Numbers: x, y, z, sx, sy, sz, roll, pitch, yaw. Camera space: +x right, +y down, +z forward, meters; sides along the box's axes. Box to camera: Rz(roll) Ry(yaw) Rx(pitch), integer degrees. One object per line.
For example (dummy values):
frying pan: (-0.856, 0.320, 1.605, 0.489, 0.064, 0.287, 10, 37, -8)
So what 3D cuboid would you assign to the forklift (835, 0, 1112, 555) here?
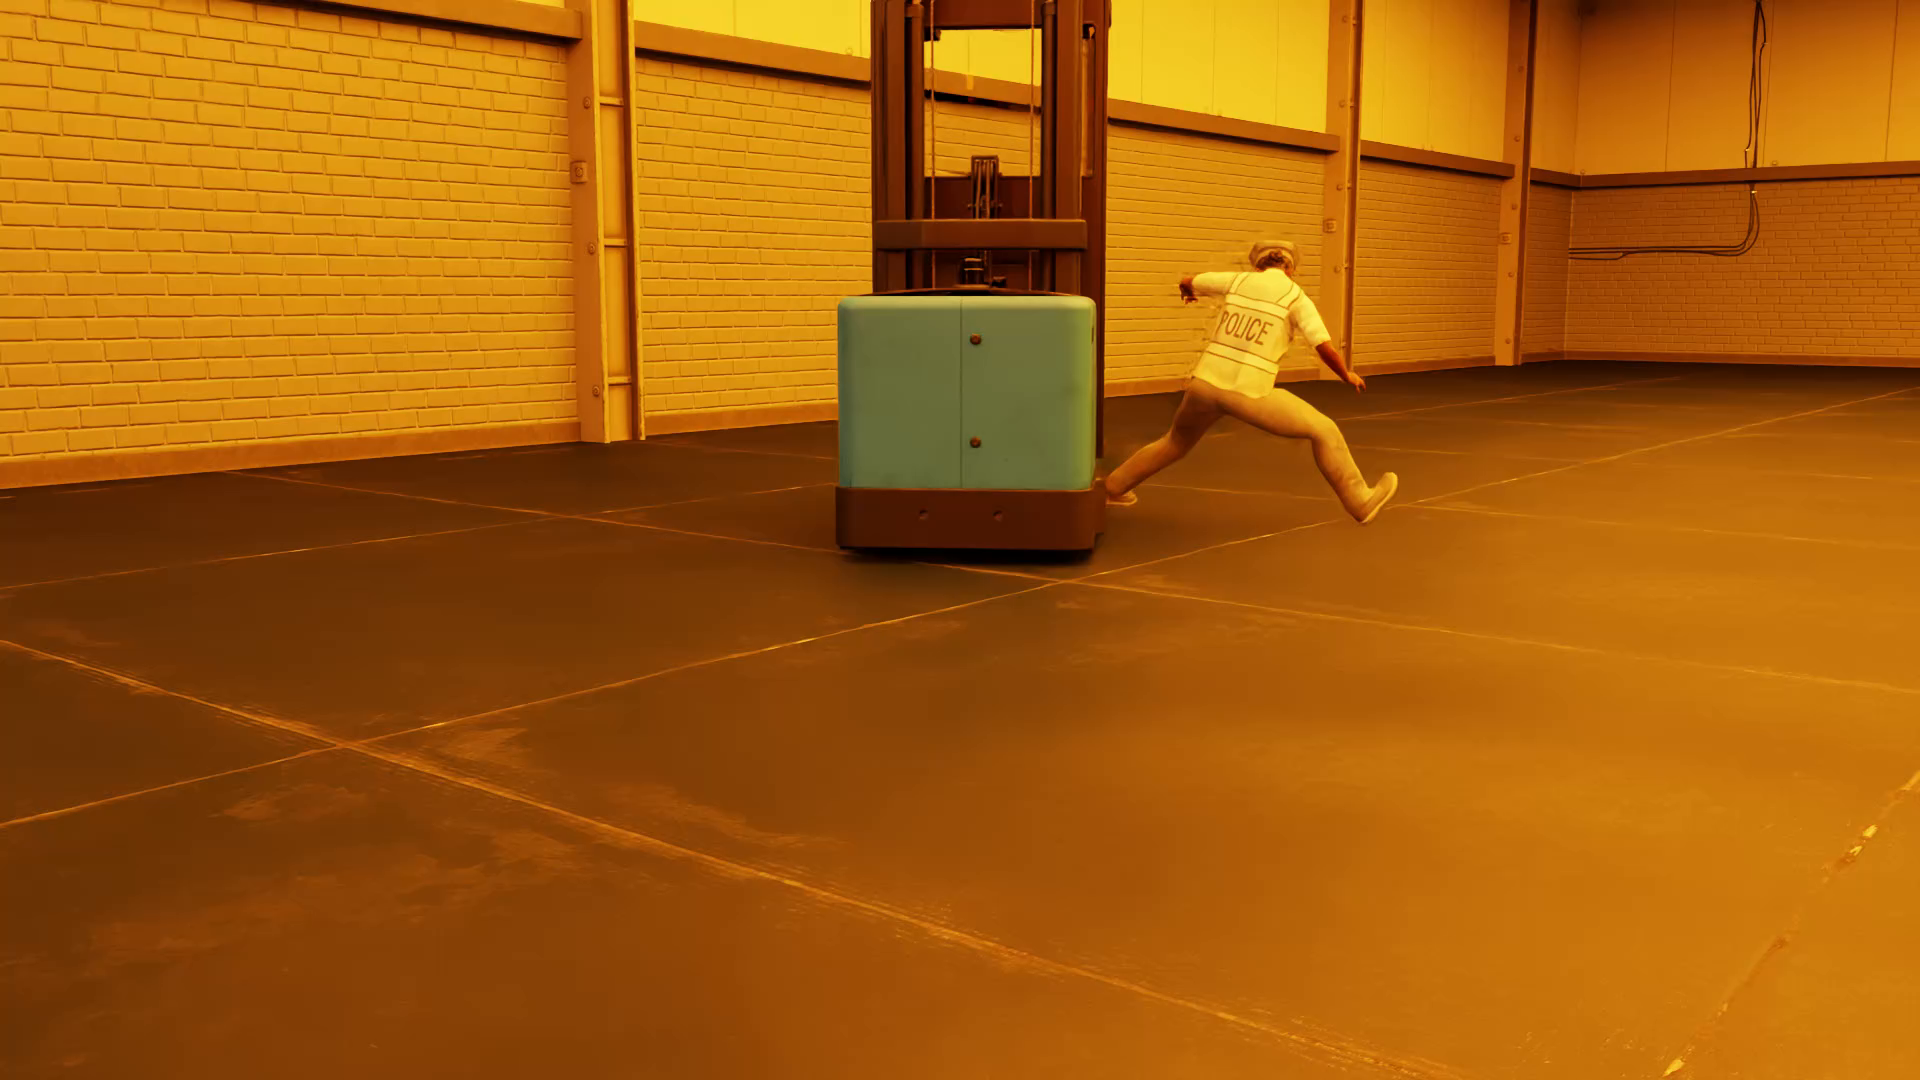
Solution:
forklift: (0.161, -1.562, 7.956, 1.130, 2.935, 3.031, 1, 8, 6)

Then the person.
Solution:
person: (1.371, -0.757, 7.967, 1.287, 1.340, 0.800, 7, 11, 41)
